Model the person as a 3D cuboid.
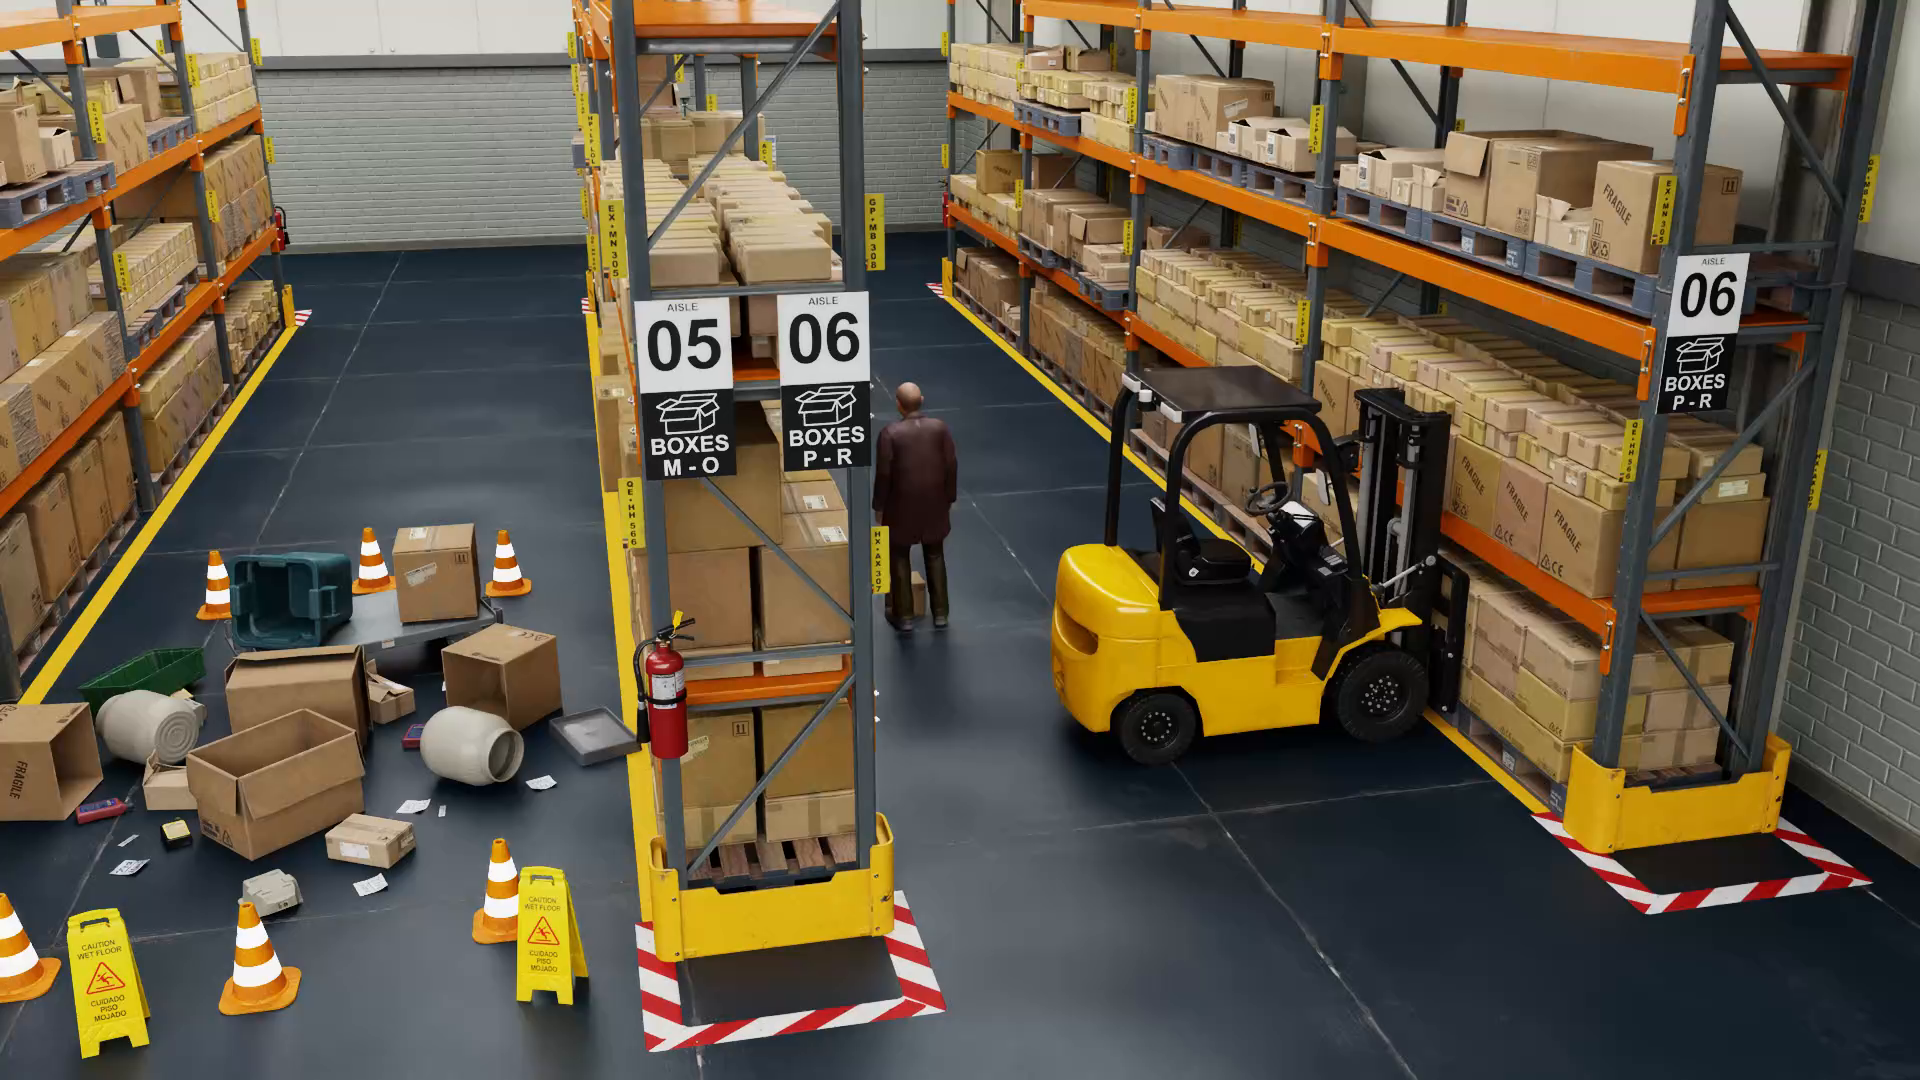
[{"bbox_3d":[-0.323,-0.241,11.779,0.628,1.773,0.427,-6,20,-18],"label":"person"}]
